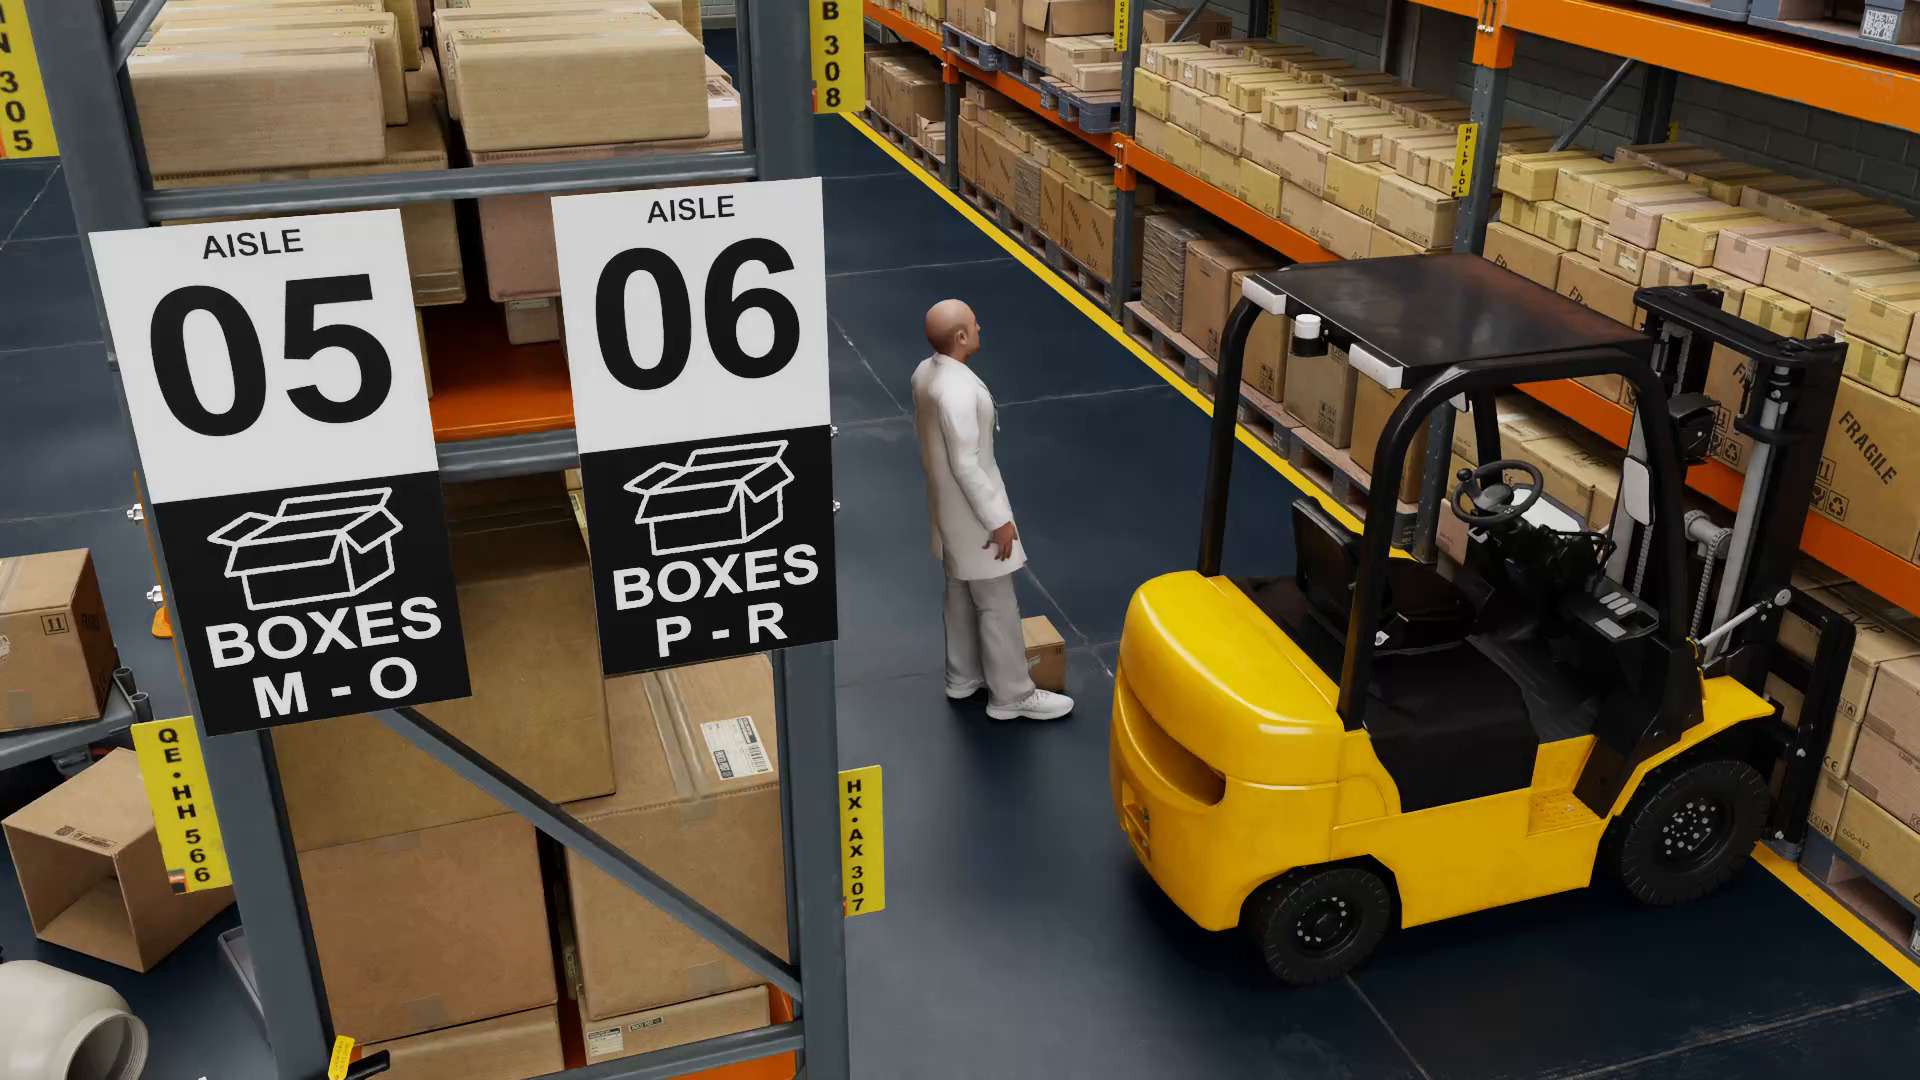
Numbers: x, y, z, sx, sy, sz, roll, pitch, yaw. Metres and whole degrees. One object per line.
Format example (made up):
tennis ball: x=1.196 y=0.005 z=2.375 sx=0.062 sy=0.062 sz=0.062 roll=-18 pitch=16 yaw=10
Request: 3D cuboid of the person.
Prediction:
person: x=0.124 y=-0.141 z=6.901 sx=0.581 sy=1.775 sz=0.694 roll=-8 pitch=27 yaw=-16
